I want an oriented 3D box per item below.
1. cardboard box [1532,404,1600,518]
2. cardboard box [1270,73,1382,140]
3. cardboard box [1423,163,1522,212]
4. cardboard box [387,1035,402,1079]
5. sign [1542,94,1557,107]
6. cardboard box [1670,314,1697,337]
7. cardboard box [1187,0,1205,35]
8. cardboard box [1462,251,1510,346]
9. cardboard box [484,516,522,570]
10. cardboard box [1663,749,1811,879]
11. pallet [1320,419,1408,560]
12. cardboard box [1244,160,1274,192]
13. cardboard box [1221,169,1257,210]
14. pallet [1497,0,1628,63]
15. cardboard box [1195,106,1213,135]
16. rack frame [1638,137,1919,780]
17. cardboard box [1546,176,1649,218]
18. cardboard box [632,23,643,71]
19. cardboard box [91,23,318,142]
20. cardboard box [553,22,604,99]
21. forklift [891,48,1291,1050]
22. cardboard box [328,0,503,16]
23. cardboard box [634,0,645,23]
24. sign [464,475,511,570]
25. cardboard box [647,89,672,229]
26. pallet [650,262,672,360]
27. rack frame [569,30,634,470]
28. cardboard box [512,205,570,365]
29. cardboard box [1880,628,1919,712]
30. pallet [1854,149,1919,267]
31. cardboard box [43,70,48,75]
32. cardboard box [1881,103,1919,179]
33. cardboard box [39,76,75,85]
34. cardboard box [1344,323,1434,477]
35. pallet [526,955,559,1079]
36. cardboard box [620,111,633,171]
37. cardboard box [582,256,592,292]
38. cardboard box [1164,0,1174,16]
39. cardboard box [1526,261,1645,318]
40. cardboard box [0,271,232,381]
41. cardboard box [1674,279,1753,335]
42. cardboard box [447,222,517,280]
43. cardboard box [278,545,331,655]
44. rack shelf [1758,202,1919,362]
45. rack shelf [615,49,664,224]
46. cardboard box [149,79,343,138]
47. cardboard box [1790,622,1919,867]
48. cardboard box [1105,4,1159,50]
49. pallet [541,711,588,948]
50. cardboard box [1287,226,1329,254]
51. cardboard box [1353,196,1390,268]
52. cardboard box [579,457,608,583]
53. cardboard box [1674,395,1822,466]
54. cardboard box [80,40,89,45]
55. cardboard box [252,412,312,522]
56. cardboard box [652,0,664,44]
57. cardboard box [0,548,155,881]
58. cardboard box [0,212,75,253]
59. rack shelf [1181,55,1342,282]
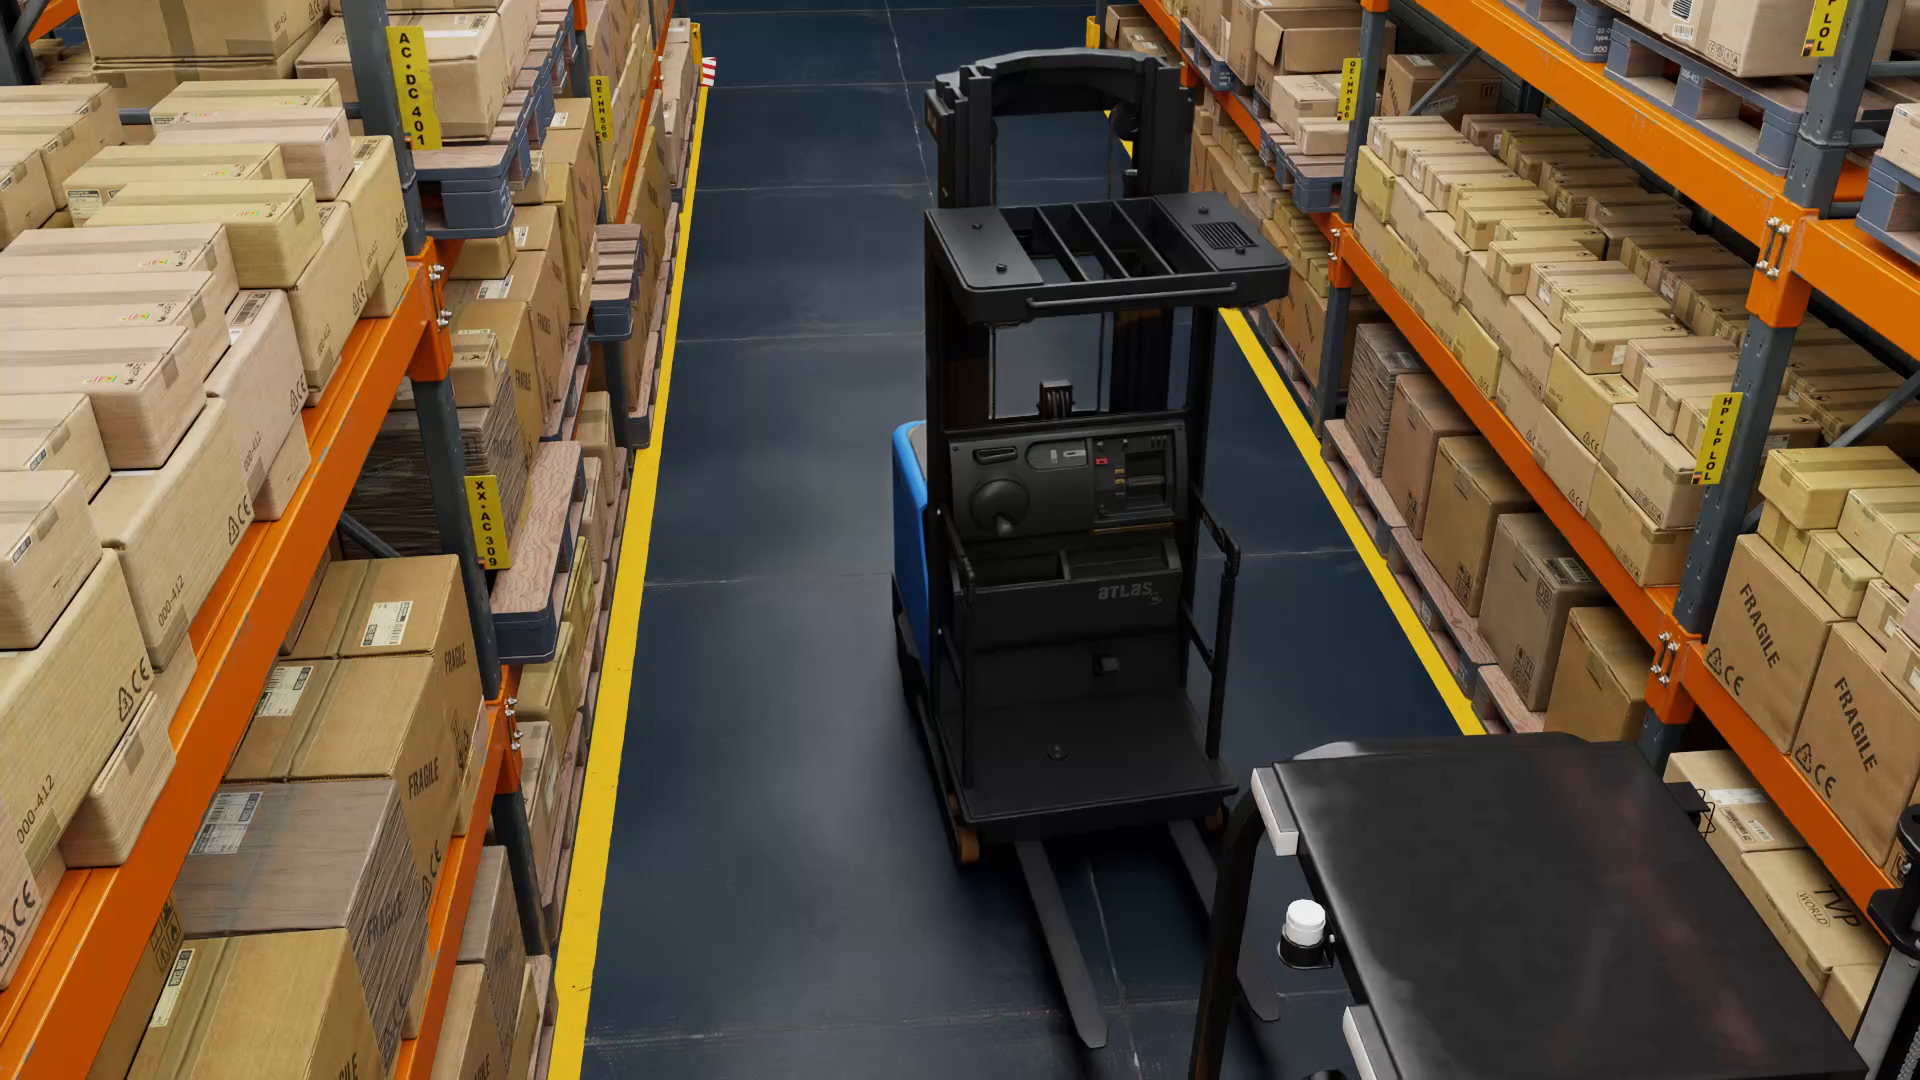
[{"bbox_3d":[2.599,-0.326,6.517,0.500,0.250,0.500,-3,31,-5],"label":"cardboard box"},{"bbox_3d":[2.165,-2.571,9.865,0.500,0.250,0.500,-4,31,-7],"label":"cardboard box"},{"bbox_3d":[2.435,-1.677,7.903,0.380,0.149,0.250,-2,31,-4],"label":"cardboard box"},{"bbox_3d":[-1.556,1.258,3.963,0.380,0.149,0.250,-3,31,-5],"label":"cardboard box"},{"bbox_3d":[3.138,-2.457,8.809,0.100,0.325,0.005,-3,31,-5],"label":"sign"},{"bbox_3d":[3.094,-0.831,6.874,0.500,0.250,0.500,-3,31,-6],"label":"cardboard box"},{"bbox_3d":[2.035,-3.939,11.913,0.700,0.500,0.500,-2,31,-3],"label":"cardboard box"},{"bbox_3d":[2.533,-1.060,7.259,0.500,0.250,0.500,-2,31,-4],"label":"cardboard box"},{"bbox_3d":[-1.719,-0.019,5.693,0.380,0.149,0.250,-2,31,-4],"label":"cardboard box"},{"bbox_3d":[2.692,0.943,5.542,0.500,0.250,0.500,-3,31,-5],"label":"cardboard box"},{"bbox_3d":[2.624,-0.312,9.067,1.003,0.211,1.213,-3,31,-5],"label":"pallet"},{"bbox_3d":[2.165,-2.500,11.406,0.380,0.149,0.250,-2,31,-3],"label":"cardboard box"},{"bbox_3d":[2.135,-2.297,11.698,0.500,0.500,0.500,-4,31,-6],"label":"cardboard box"},{"bbox_3d":[2.846,-2.225,6.809,1.003,0.211,1.213,-1,31,-2],"label":"pallet"},{"bbox_3d":[1.981,-3.164,12.517,0.380,0.149,0.250,-1,31,-2],"label":"cardboard box"},{"bbox_3d":[2.960,0.111,5.640,1.000,3.000,0.127,-3,31,-5],"label":"rack frame"},{"bbox_3d":[2.956,-1.574,7.730,0.380,0.149,0.250,-3,31,-5],"label":"cardboard box"},{"bbox_3d":[-2.338,-3.152,10.760,0.500,0.250,0.500,-2,31,-3],"label":"cardboard box"},{"bbox_3d":[-2.181,-1.345,4.888,0.500,0.250,0.500,-3,31,-6],"label":"cardboard box"},{"bbox_3d":[-2.158,-2.428,8.817,0.500,0.500,0.500,-4,31,-6],"label":"cardboard box"},{"bbox_3d":[0.464,-0.179,6.191,1.130,2.935,3.031,-6,31,-10],"label":"forklift"},{"bbox_3d":[-1.694,-1.840,5.229,0.500,0.250,0.500,-3,31,-6],"label":"cardboard box"},{"bbox_3d":[-2.382,-3.726,10.991,0.500,0.500,0.500,-2,31,-4],"label":"cardboard box"},{"bbox_3d":[-1.443,-0.051,5.067,0.100,0.325,0.005,-3,31,-5],"label":"sign"},{"bbox_3d":[-2.592,-2.690,11.990,0.875,0.875,0.875,-2,31,-3],"label":"cardboard box"},{"bbox_3d":[-2.465,-1.522,11.093,1.003,0.211,1.213,-3,31,-5],"label":"pallet"},{"bbox_3d":[-2.356,-1.692,8.657,1.000,3.000,0.127,-3,31,-5],"label":"rack frame"},{"bbox_3d":[-1.879,-1.024,6.743,0.500,0.500,0.500,-4,31,-7],"label":"cardboard box"},{"bbox_3d":[2.754,0.358,4.496,0.380,0.149,0.250,-2,31,-3],"label":"cardboard box"},{"bbox_3d":[3.065,-0.705,4.166,1.003,0.211,1.213,-3,31,-5],"label":"pallet"},{"bbox_3d":[-8.148,-4.029,14.650,0.380,0.149,0.250,-2,31,-4],"label":"cardboard box"},{"bbox_3d":[2.699,-1.049,4.394,0.380,0.149,0.250,-2,31,-4],"label":"cardboard box"},{"bbox_3d":[-7.648,-3.774,13.934,0.380,0.149,0.250,-4,31,-6],"label":"cardboard box"},{"bbox_3d":[2.630,-0.773,9.026,0.875,0.625,0.625,-2,31,-3],"label":"cardboard box"},{"bbox_3d":[-1.884,1.889,5.382,1.003,0.211,1.213,-3,31,-5],"label":"pallet"},{"bbox_3d":[-2.260,-2.419,10.021,0.500,0.250,0.500,-2,31,-3],"label":"cardboard box"},{"bbox_3d":[-1.910,-1.219,7.702,0.380,0.149,0.250,-4,31,-7],"label":"cardboard box"},{"bbox_3d":[1.837,-4.280,13.236,0.380,0.149,0.250,-2,31,-3],"label":"cardboard box"},{"bbox_3d":[2.558,-1.026,6.812,0.380,0.149,0.250,-2,31,-4],"label":"cardboard box"},{"bbox_3d":[-1.547,-0.361,2.972,0.380,0.149,0.250,-2,31,-4],"label":"cardboard box"},{"bbox_3d":[3.102,-0.925,6.644,0.380,0.149,0.250,-3,31,-5],"label":"cardboard box"},{"bbox_3d":[-1.878,-1.086,6.213,0.380,0.149,0.250,-1,31,-2],"label":"cardboard box"},{"bbox_3d":[-2.157,-0.015,4.487,0.700,0.500,0.500,-3,31,-5],"label":"cardboard box"},{"bbox_3d":[3.146,0.153,3.346,1.077,0.370,4.000,-3,31,-5],"label":"rack shelf"},{"bbox_3d":[-2.543,-2.404,10.551,1.077,0.370,4.000,-3,31,-5],"label":"rack shelf"},{"bbox_3d":[-1.735,-1.021,4.076,0.380,0.149,0.250,-2,31,-4],"label":"cardboard box"},{"bbox_3d":[2.806,0.572,4.770,0.500,0.500,0.500,-2,31,-4],"label":"cardboard box"},{"bbox_3d":[1.801,-4.808,15.899,0.797,0.503,0.637,-4,31,-7],"label":"cardboard box"},{"bbox_3d":[-2.056,1.150,6.619,1.003,0.211,1.213,-3,31,-5],"label":"pallet"},{"bbox_3d":[2.250,-1.832,10.287,0.380,0.149,0.250,-4,31,-6],"label":"cardboard box"},{"bbox_3d":[2.384,-1.629,8.698,0.500,0.250,0.500,-3,31,-4],"label":"cardboard box"},{"bbox_3d":[-2.236,-0.079,8.110,0.950,0.372,0.625,-3,31,-6],"label":"cardboard box"},{"bbox_3d":[2.707,-0.375,5.722,0.380,0.149,0.250,-2,31,-3],"label":"cardboard box"},{"bbox_3d":[-7.720,-4.441,15.051,0.380,0.149,0.250,-2,31,-4],"label":"cardboard box"},{"bbox_3d":[-1.567,-0.157,3.408,0.380,0.149,0.250,-2,31,-3],"label":"cardboard box"},{"bbox_3d":[-2.513,-4.029,12.473,0.500,0.500,0.500,-2,31,-3],"label":"cardboard box"},{"bbox_3d":[-1.500,0.252,2.335,0.500,0.250,0.500,-2,31,-3],"label":"cardboard box"},{"bbox_3d":[-2.156,-0.500,3.593,0.500,0.250,0.500,-3,31,-5],"label":"cardboard box"},{"bbox_3d":[2.399,-2.644,10.953,1.077,0.370,4.000,-3,31,-5],"label":"rack shelf"}]
